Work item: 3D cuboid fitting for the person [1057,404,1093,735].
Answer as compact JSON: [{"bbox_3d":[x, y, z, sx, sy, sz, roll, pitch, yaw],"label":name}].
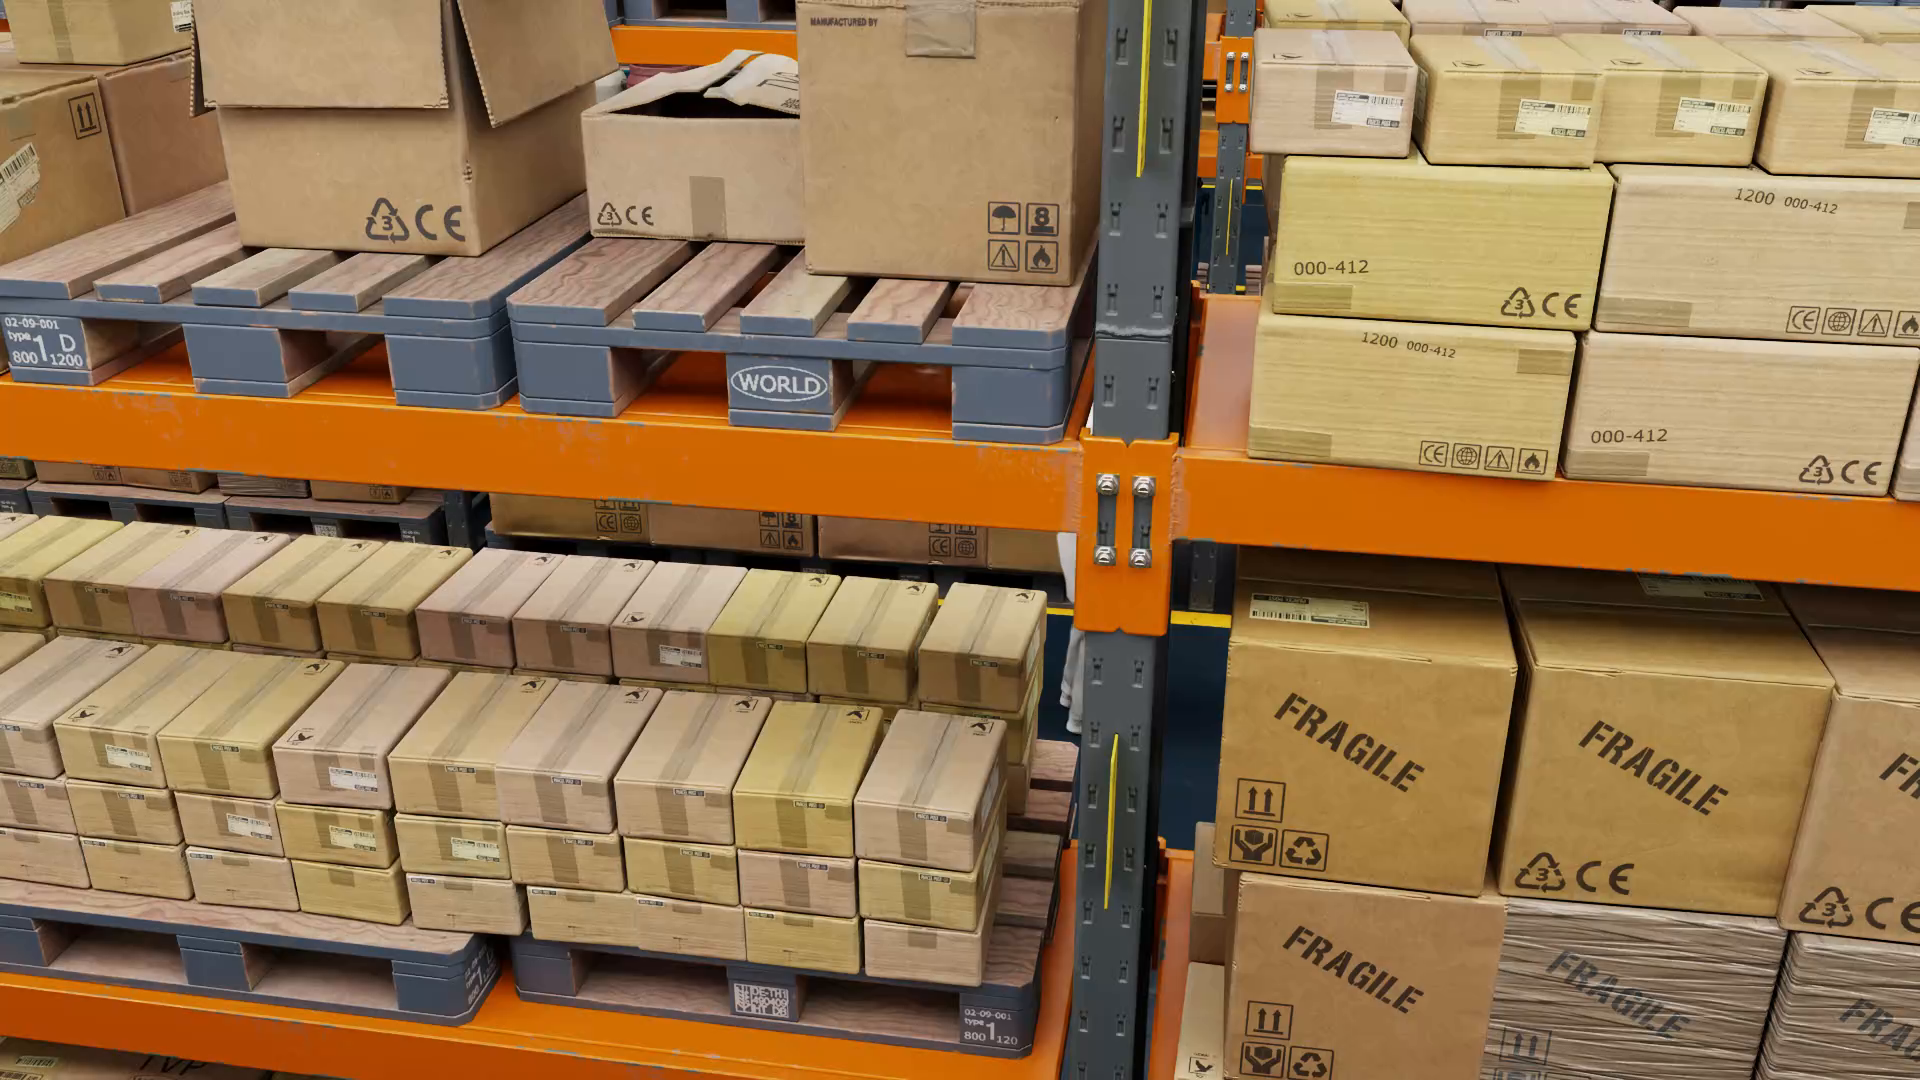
[{"bbox_3d":[0.678,-0.006,7.138,0.554,1.773,0.528,2,25,3],"label":"person"}]
